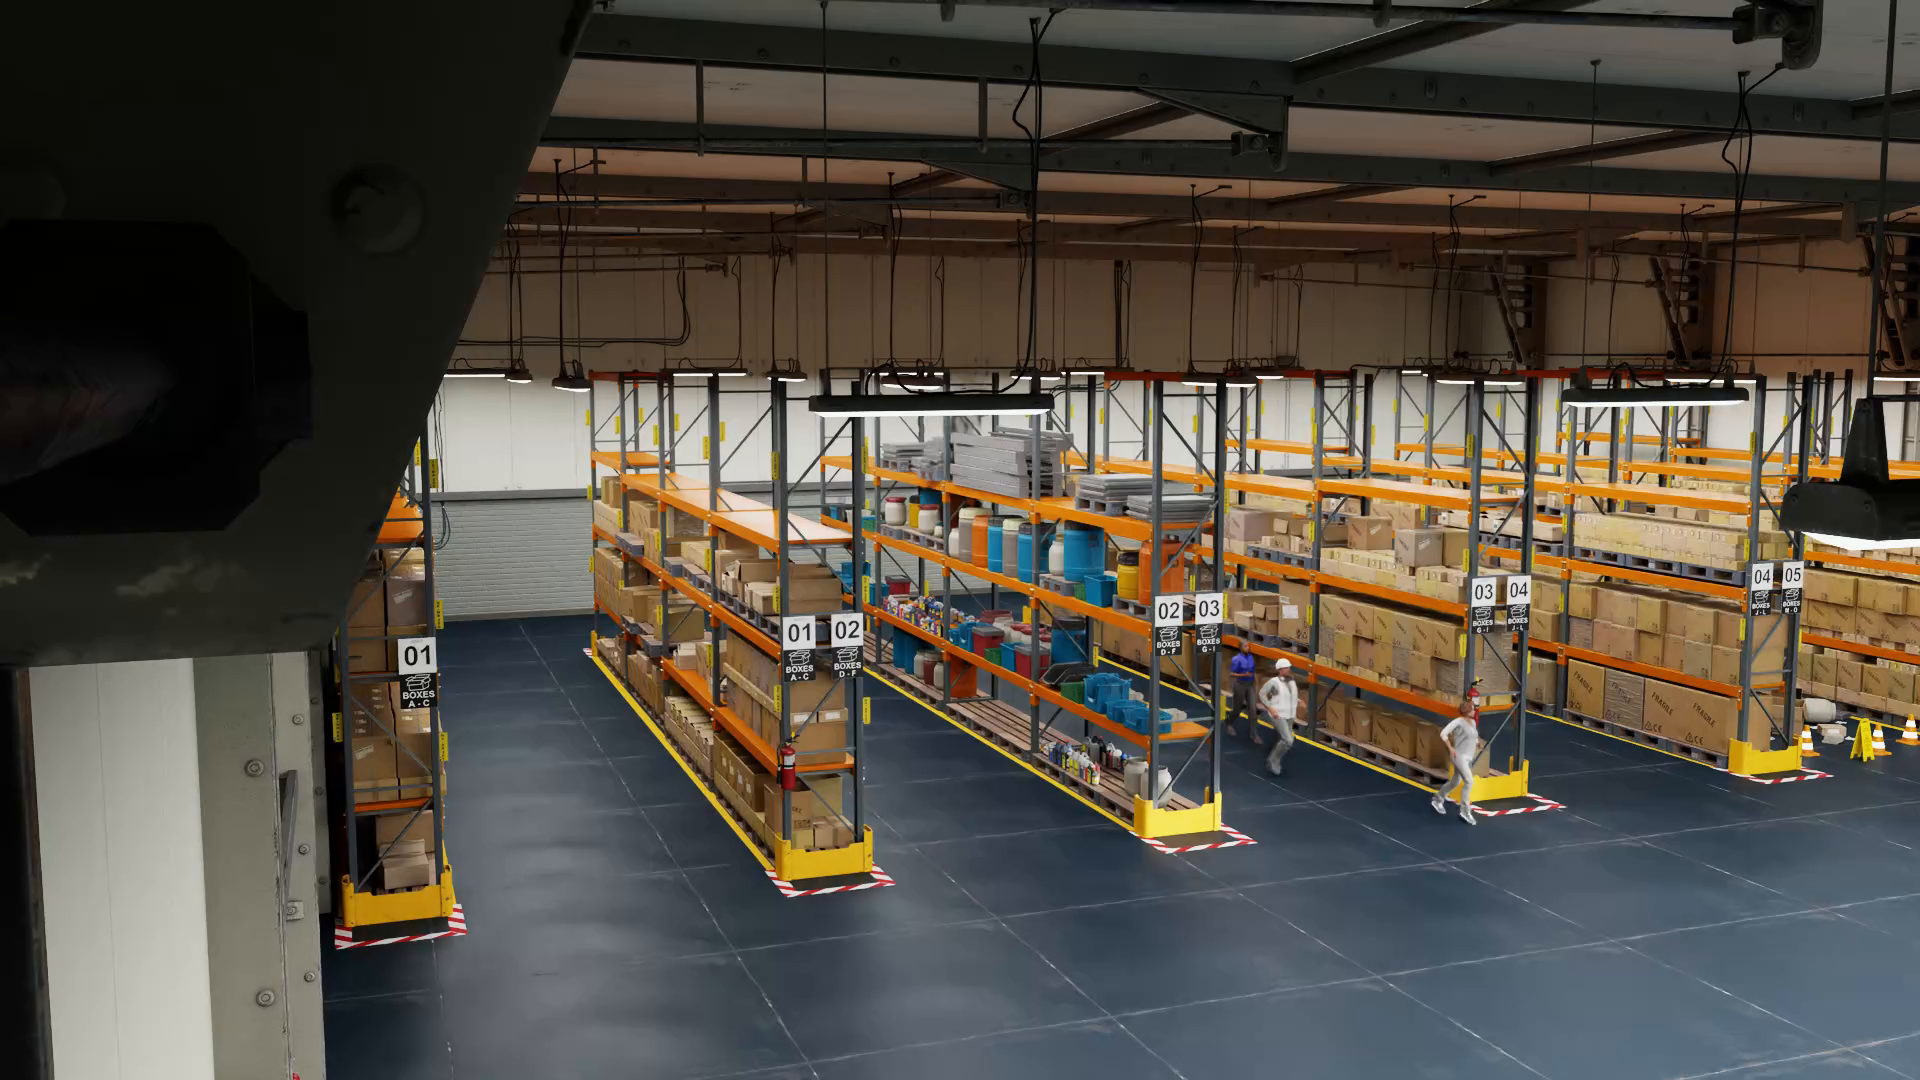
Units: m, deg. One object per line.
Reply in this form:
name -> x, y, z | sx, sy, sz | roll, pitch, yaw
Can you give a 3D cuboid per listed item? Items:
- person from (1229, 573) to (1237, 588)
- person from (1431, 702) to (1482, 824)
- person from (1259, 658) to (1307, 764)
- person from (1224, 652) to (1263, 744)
person -> 6.970, 0.867, 41.678 | 0.605, 1.647, 0.778 | 2, 7, 15
person -> 6.856, 3.013, 22.784 | 0.702, 1.617, 0.525 | 6, 8, 41
person -> 4.887, 2.619, 25.071 | 0.634, 1.668, 0.688 | -5, 8, -37
person -> 4.642, 2.549, 27.197 | 0.539, 1.447, 0.909 | -3, 7, -24
